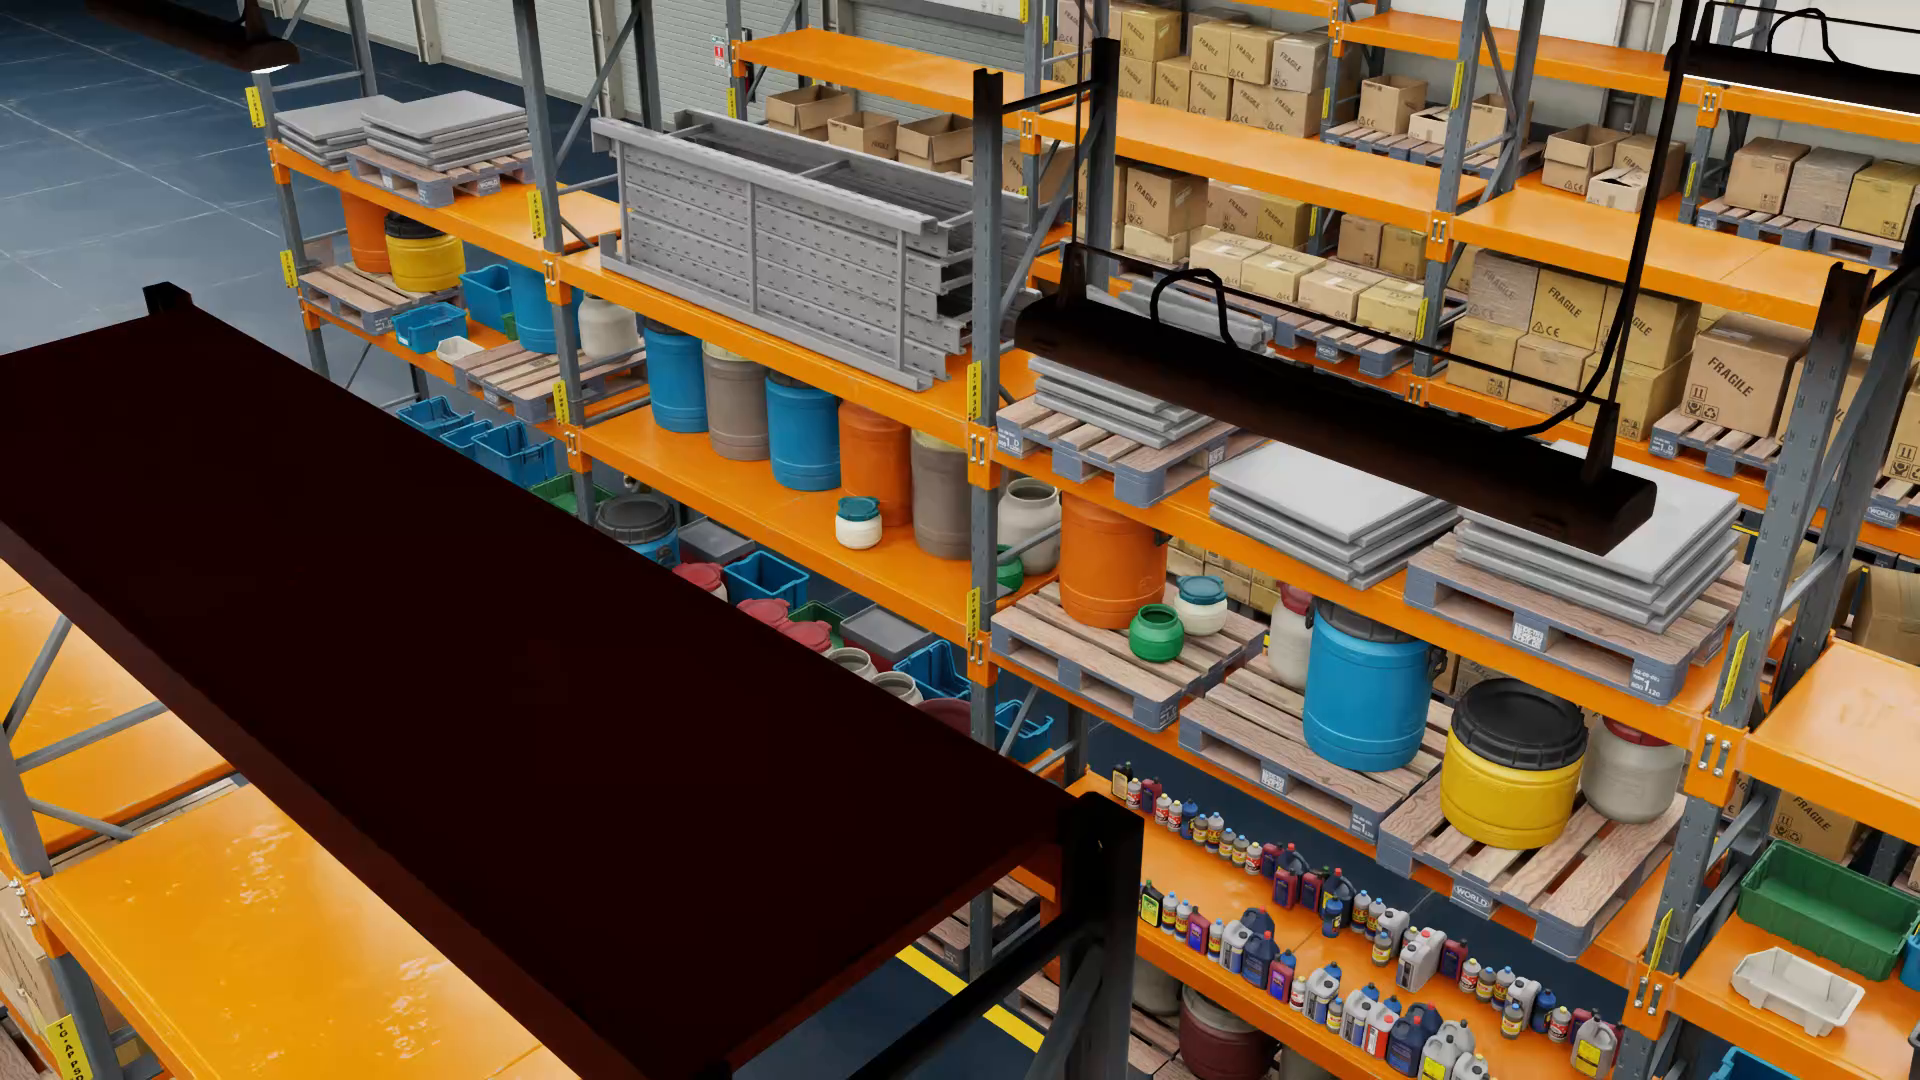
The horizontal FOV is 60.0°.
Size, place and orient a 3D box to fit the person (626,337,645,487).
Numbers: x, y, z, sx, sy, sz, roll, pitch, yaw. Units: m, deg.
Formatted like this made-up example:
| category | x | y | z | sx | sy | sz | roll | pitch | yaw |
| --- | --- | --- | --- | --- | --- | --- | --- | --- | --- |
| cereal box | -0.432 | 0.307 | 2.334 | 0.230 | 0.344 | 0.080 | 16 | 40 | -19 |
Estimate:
| category | x | y | z | sx | sy | sz | roll | pitch | yaw |
| --- | --- | --- | --- | --- | --- | --- | --- | --- | --- |
| person | -3.192 | -1.213 | 16.593 | 0.650 | 1.788 | 0.738 | 5 | 30 | 8 |
